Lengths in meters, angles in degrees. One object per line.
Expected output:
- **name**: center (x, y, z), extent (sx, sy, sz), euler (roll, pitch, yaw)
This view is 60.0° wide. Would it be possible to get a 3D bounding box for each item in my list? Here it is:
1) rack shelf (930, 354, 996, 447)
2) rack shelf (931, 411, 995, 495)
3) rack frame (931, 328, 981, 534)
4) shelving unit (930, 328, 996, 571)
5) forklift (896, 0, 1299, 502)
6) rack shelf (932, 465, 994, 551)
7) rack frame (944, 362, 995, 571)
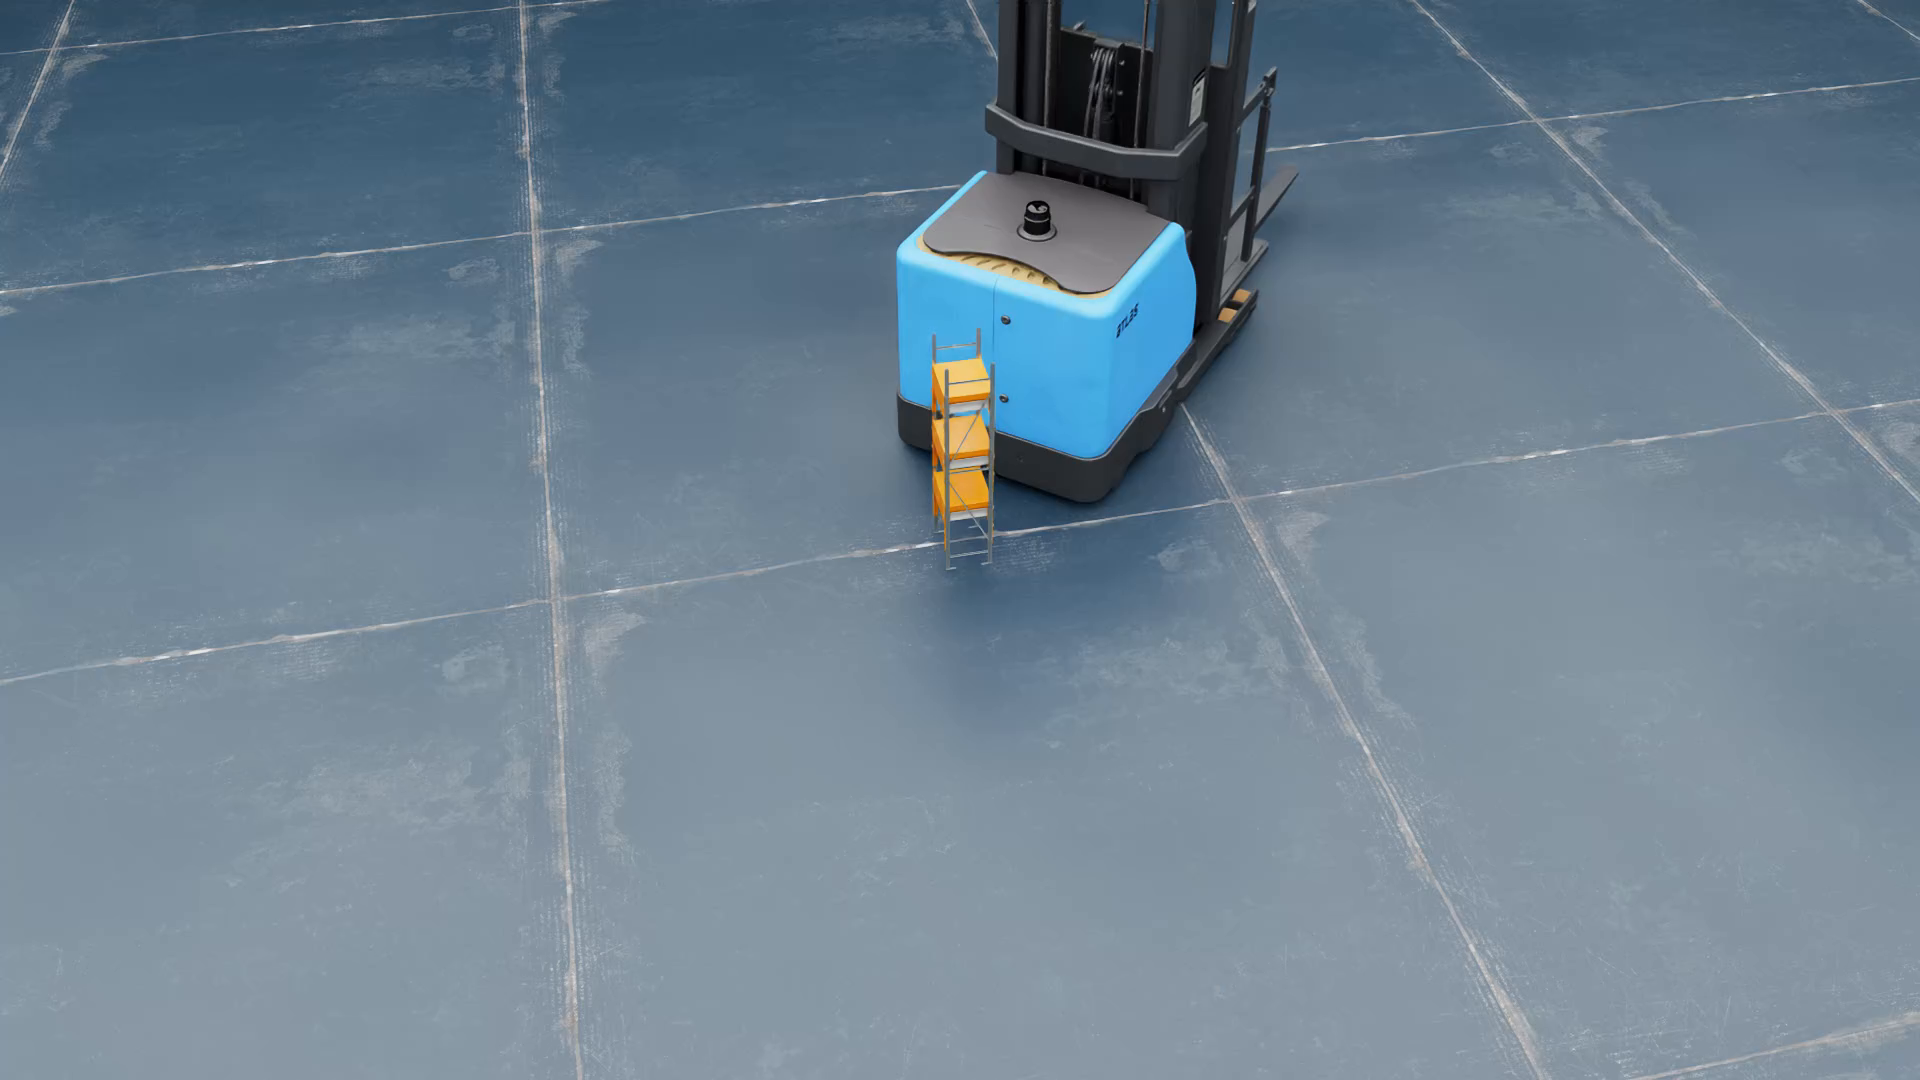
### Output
- **rack shelf**: center (0.012, -0.562, 6.681), extent (0.215, 0.259, 0.240), euler (-8, 42, -9)
- **rack shelf**: center (0.012, -0.350, 6.869), extent (0.215, 0.259, 0.240), euler (-8, 42, -9)
- **rack frame**: center (-0.015, -0.437, 6.951), extent (0.200, 1.050, 0.008), euler (-8, 42, -9)
- **shelving unit**: center (0.012, -0.358, 6.862), extent (0.215, 1.050, 0.252), euler (-8, 42, -9)
- **forklift**: center (0.864, -2.230, 7.554), extent (1.130, 2.935, 3.031), euler (20, 45, 21)
- **rack shelf**: center (0.012, -0.142, 7.054), extent (0.215, 0.259, 0.240), euler (-8, 42, -9)
- **rack frame**: center (0.038, -0.279, 6.773), extent (0.200, 1.050, 0.008), euler (-8, 42, -9)
